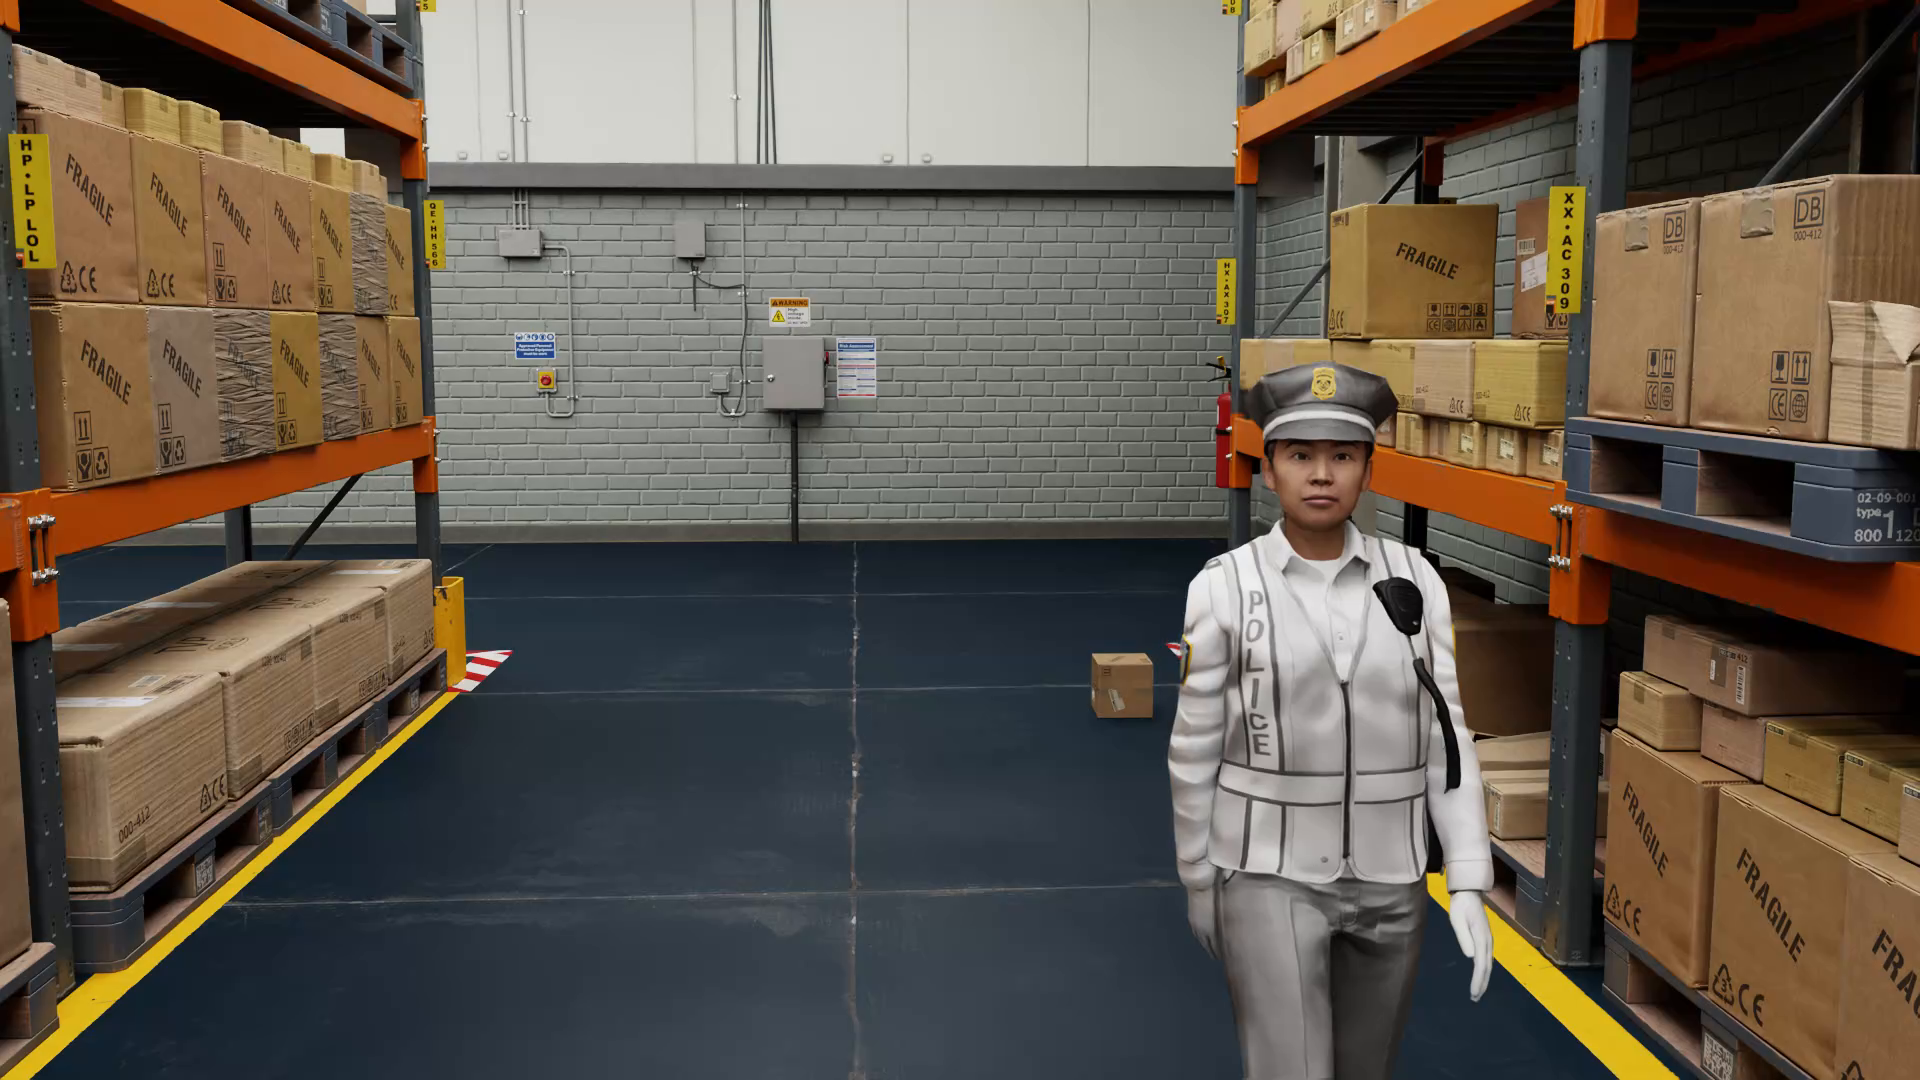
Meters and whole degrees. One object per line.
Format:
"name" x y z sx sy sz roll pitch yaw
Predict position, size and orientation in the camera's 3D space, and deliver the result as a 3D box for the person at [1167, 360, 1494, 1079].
"person" 0.592 0.536 2.701 0.471 1.647 0.946 -1 7 -7
